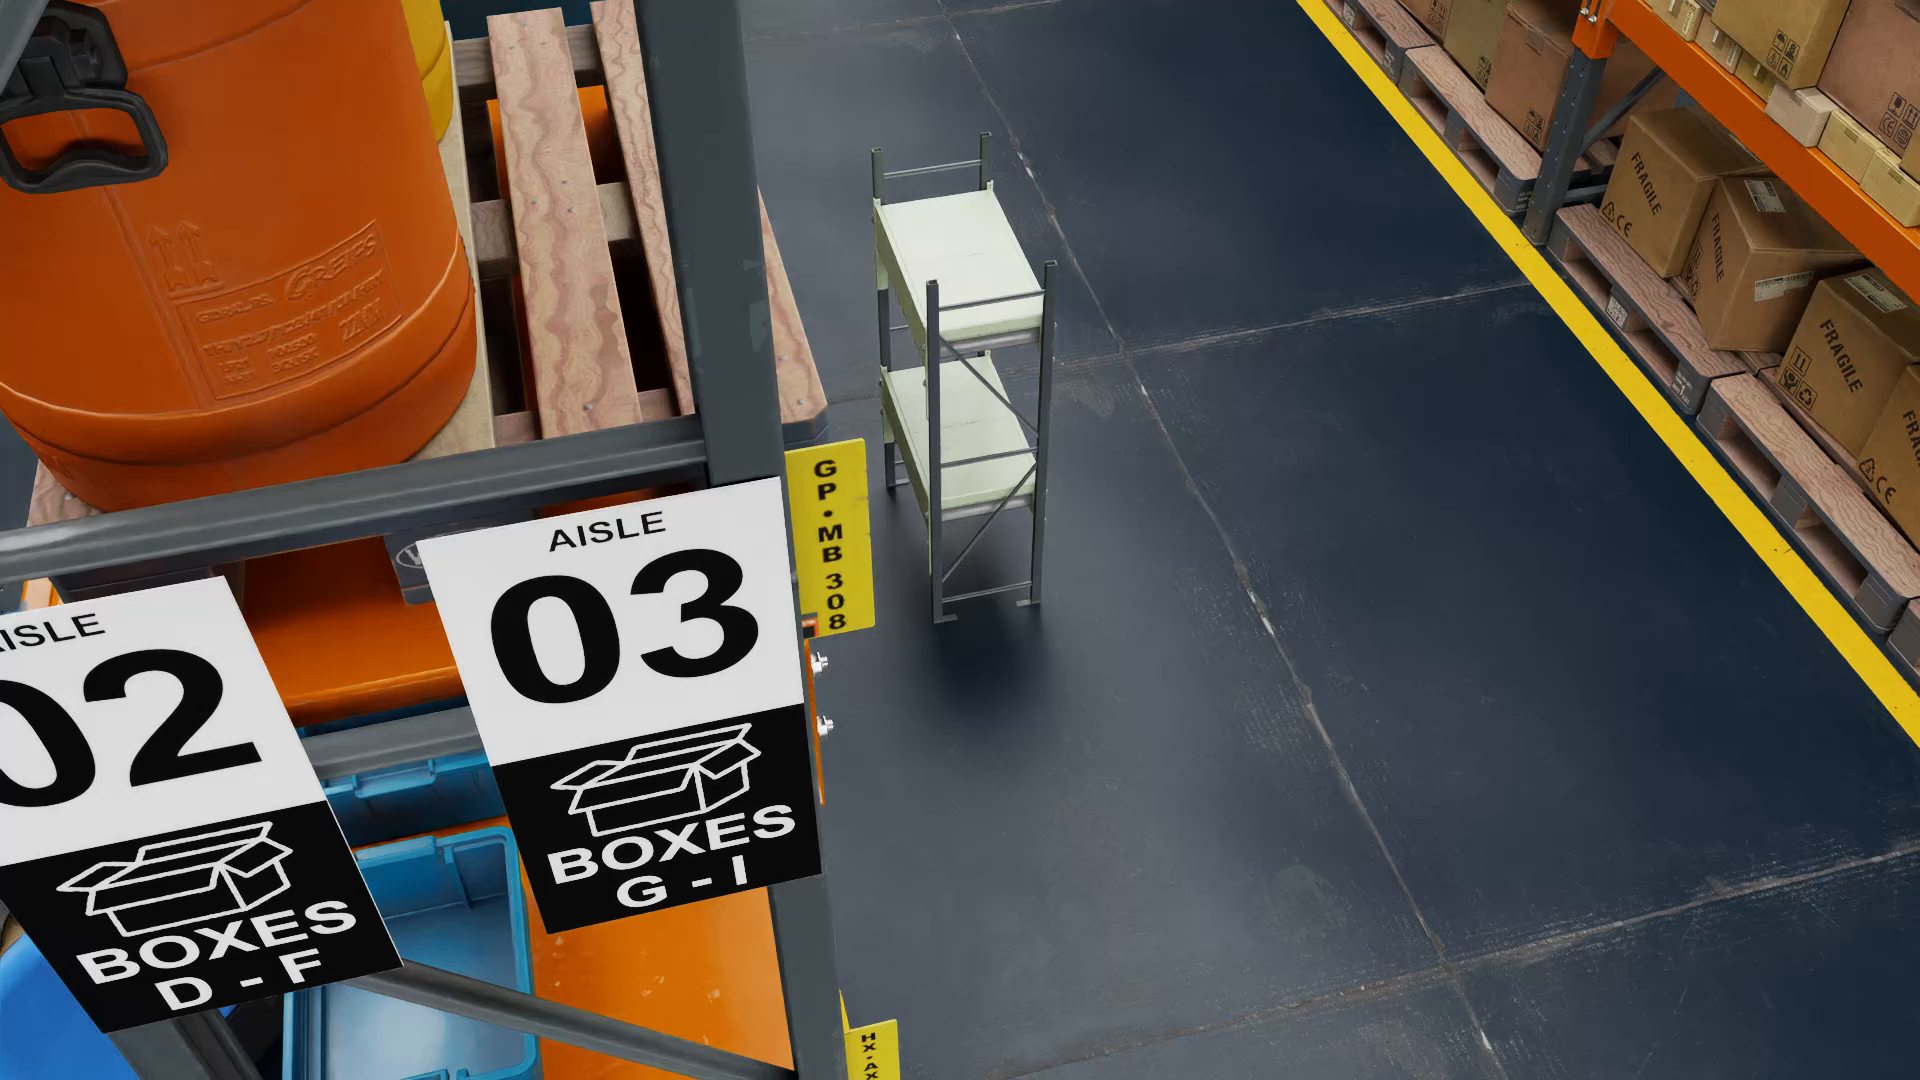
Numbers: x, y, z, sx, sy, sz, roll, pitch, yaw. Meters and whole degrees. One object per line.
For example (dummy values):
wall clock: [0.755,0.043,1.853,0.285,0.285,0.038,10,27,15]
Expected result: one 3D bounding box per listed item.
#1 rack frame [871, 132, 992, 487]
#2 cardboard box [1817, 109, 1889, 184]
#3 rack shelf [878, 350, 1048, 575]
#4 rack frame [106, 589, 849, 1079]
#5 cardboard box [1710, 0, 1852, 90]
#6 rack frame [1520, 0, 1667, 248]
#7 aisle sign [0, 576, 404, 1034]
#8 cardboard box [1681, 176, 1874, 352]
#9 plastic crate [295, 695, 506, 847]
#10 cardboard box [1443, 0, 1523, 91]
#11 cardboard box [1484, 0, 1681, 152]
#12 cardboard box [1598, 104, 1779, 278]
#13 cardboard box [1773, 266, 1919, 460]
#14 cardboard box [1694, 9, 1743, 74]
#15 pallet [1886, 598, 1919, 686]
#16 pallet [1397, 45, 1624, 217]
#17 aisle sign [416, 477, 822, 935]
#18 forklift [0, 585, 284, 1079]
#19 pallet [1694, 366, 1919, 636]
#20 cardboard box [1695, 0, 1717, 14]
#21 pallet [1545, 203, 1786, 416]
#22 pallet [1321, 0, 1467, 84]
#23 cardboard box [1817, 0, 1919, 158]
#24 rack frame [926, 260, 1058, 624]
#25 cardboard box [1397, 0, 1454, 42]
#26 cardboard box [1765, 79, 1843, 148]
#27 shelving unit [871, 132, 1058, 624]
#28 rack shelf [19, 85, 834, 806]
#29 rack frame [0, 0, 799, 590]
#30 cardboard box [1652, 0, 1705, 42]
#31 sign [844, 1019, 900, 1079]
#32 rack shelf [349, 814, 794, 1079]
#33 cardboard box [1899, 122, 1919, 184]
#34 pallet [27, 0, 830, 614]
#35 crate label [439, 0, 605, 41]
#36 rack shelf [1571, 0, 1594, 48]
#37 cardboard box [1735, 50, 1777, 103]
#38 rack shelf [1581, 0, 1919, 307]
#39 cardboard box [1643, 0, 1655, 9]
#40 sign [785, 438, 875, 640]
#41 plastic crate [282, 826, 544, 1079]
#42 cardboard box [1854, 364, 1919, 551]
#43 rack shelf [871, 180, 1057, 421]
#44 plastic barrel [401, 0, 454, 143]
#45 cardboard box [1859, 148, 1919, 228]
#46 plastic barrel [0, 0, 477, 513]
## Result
rack frame: [-0.092,-0.773,5.957,0.400,1.500,0.023,-11,47,-10]
cardboard box: [3.180,-1.361,5.660,0.380,0.149,0.250,-11,47,-10]
rack shelf: [0.002,-0.292,5.943,0.431,0.370,0.720,-11,47,-10]
rack frame: [-0.692,1.156,3.017,1.000,3.000,0.127,-11,47,-10]
cardboard box: [3.221,-1.977,5.809,0.875,0.500,0.500,-11,47,-10]
rack frame: [3.072,-2.511,6.611,1.000,3.000,0.127,-11,47,-10]
aisle sign: [-0.961,0.350,1.986,0.394,0.787,0.004,-11,47,-10]
cardboard box: [3.290,-1.106,6.689,0.500,0.500,0.500,3,46,2]
plastic crate: [-1.270,0.468,3.795,0.499,0.251,0.408,-11,47,-10]
cardboard box: [2.832,-2.551,8.092,0.700,0.500,0.500,-11,47,-11]
cardboard box: [2.935,-2.218,7.766,0.700,0.500,0.500,-14,47,-13]
cardboard box: [3.136,-1.500,7.076,0.500,0.500,0.500,-12,47,-12]
cardboard box: [3.524,-0.691,6.283,0.500,0.500,0.500,-15,47,-14]
cardboard box: [2.978,-1.877,6.165,0.380,0.149,0.250,-11,47,-10]
pallet: [3.903,0.607,5.508,1.003,0.211,1.213,-11,47,-10]
pallet: [2.871,-2.072,8.133,1.003,0.211,1.213,-11,47,-10]
aisle sign: [-0.390,0.242,2.092,0.394,0.787,0.004,-11,47,-10]
forklift: [-3.356,0.029,4.170,3.031,2.935,1.130,20,49,19]
pallet: [3.594,-0.234,6.331,1.003,0.211,1.213,-11,47,-10]
cardboard box: [3.127,-2.328,6.153,0.875,0.500,0.500,-11,47,-10]
pallet: [3.278,-1.078,7.158,1.003,0.211,1.213,-11,47,-10]
pallet: [2.555,-2.916,8.960,1.003,0.211,1.213,-11,47,-10]
cardboard box: [3.447,-1.650,5.488,0.875,0.500,0.500,-11,47,-10]
rack frame: [0.095,-0.268,5.462,0.400,1.500,0.023,-11,47,-10]
cardboard box: [2.688,-2.937,8.470,0.700,0.500,0.500,-14,47,-14]
cardboard box: [3.076,-1.526,5.821,0.380,0.149,0.250,-11,47,-10]
shelving unit: [0.002,-0.520,5.710,0.431,1.500,0.755,-11,47,-10]
rack shelf: [-1.204,-1.023,3.556,1.077,0.370,4.000,-11,47,-10]
rack frame: [-0.692,-0.944,0.874,1.000,3.000,0.127,-11,47,-10]
cardboard box: [2.888,-2.045,6.330,0.380,0.149,0.250,-11,47,-10]
sign: [-0.159,0.962,3.013,0.100,0.325,0.005,-11,47,-10]
rack shelf: [-1.204,0.027,4.627,1.077,0.370,4.000,-11,47,-10]
cardboard box: [3.535,-1.297,5.143,0.875,0.500,0.500,-11,47,-10]
pallet: [-0.809,-0.417,2.590,1.003,0.211,1.213,-11,47,-10]
crate label: [-0.852,-1.194,3.324,0.502,0.251,0.408,-11,47,-10]
rack shelf: [2.560,-3.640,8.221,1.077,0.370,4.000,-11,47,-10]
cardboard box: [3.051,-1.706,5.998,0.380,0.149,0.250,-11,47,-10]
rack shelf: [3.584,-0.878,5.514,1.077,0.370,4.000,-11,47,-10]
cardboard box: [2.836,-2.220,6.501,0.380,0.149,0.250,-11,47,-10]
sign: [-0.159,0.006,2.038,0.100,0.325,0.005,-11,47,-10]
plastic crate: [-1.109,0.917,3.355,0.499,0.251,0.616,-11,47,-10]
cardboard box: [3.624,-0.298,5.898,0.500,0.500,0.500,-7,46,-7]
rack shelf: [0.002,-0.793,5.431,0.431,0.370,0.720,-11,47,-10]
plastic barrel: [-1.107,-0.870,2.477,0.600,0.588,0.600,0,46,0]
cardboard box: [3.233,-1.187,5.488,0.380,0.149,0.250,-11,47,-10]
plastic barrel: [-0.939,-0.503,1.948,0.600,0.830,0.708,-11,47,-10]
